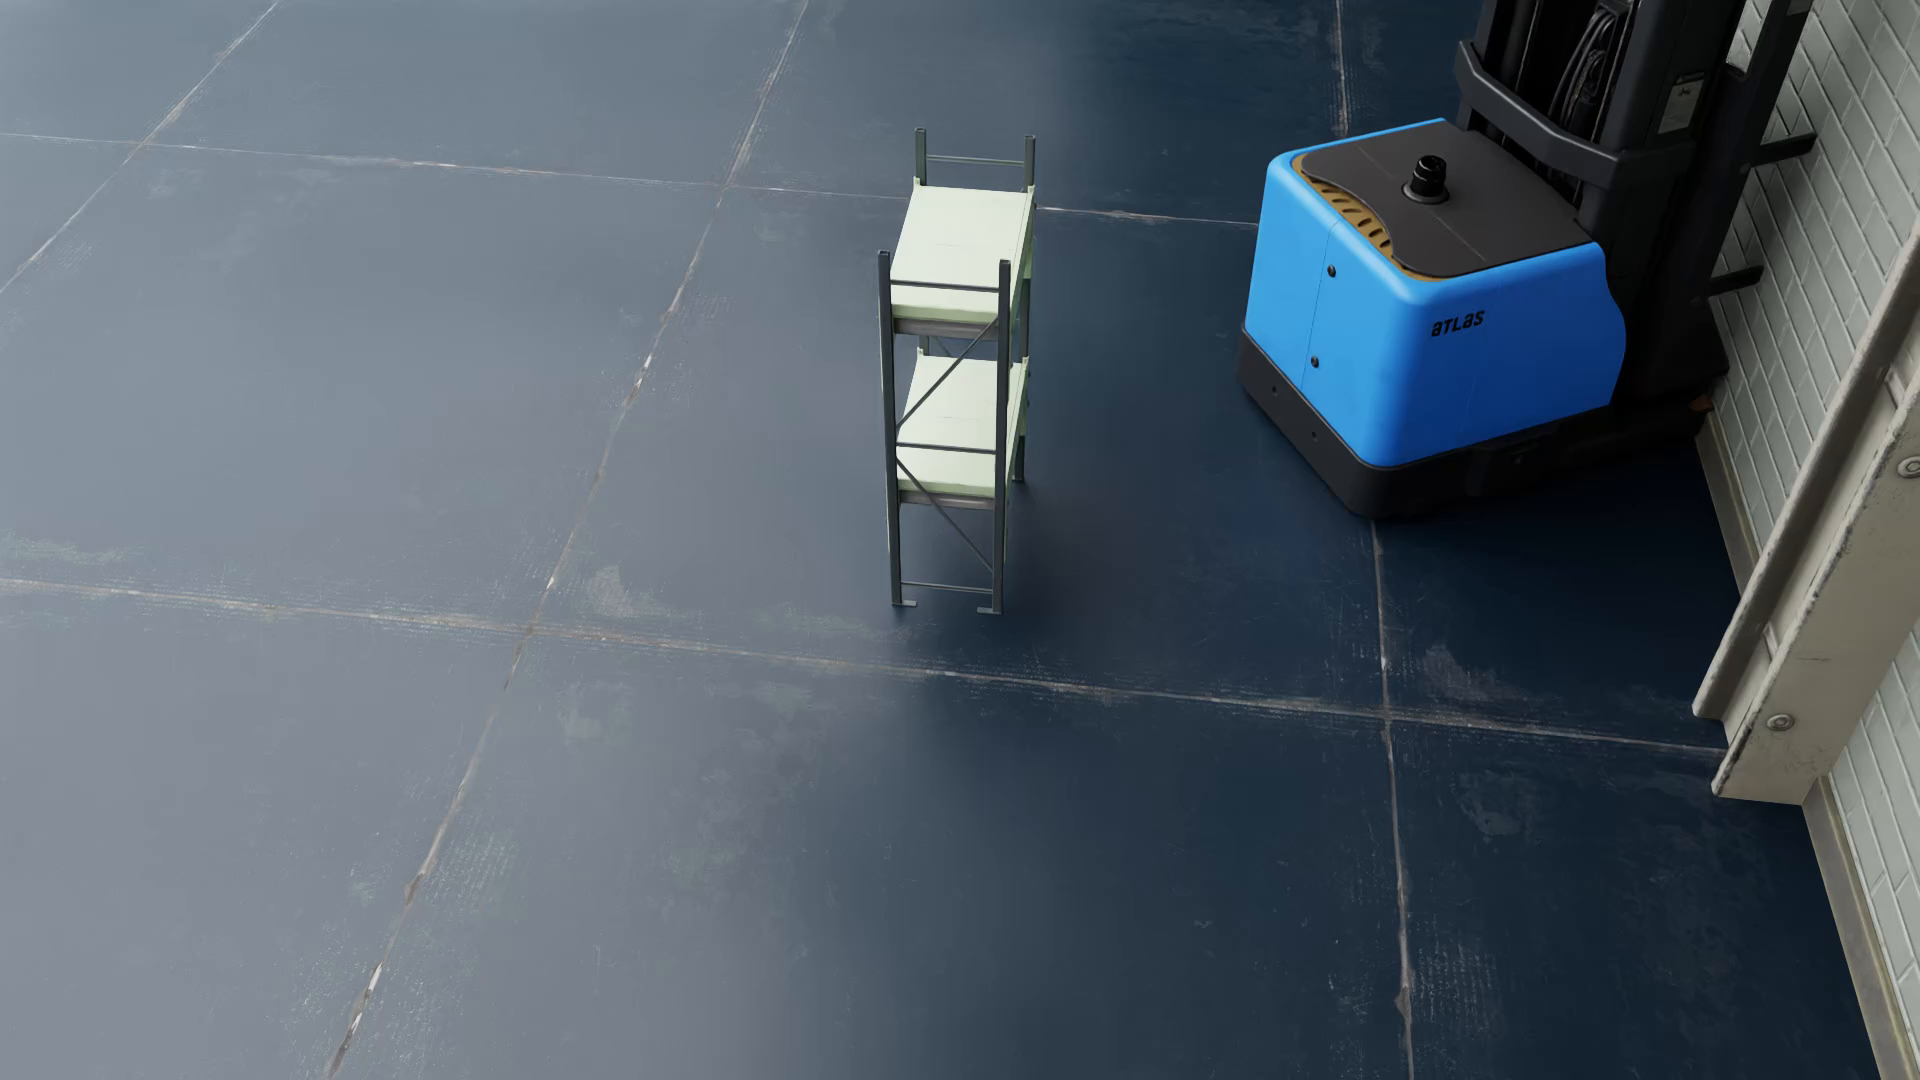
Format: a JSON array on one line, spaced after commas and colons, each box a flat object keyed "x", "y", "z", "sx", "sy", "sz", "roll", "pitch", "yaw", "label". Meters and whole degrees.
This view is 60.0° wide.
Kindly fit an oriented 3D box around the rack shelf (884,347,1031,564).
[{"x": 0.001, "y": -0.312, "z": 5.963, "sx": 0.431, "sy": 0.370, "sz": 0.720, "roll": 5, "pitch": 44, "yaw": 6, "label": "rack shelf"}]

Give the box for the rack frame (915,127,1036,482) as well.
[{"x": 0.049, "y": -0.799, "z": 6.003, "sx": 0.400, "sy": 1.500, "sz": 0.023, "roll": 5, "pitch": 44, "yaw": 6, "label": "rack frame"}]

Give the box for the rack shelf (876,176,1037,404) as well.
[{"x": 0.001, "y": -0.833, "z": 5.471, "sx": 0.431, "sy": 0.370, "sz": 0.720, "roll": 5, "pitch": 44, "yaw": 6, "label": "rack shelf"}]

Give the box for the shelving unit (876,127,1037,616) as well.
[{"x": 0.001, "y": -0.549, "z": 5.739, "sx": 0.431, "sy": 1.500, "sz": 0.755, "roll": 5, "pitch": 44, "yaw": 6, "label": "shelving unit"}]

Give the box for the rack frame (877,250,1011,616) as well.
[{"x": -0.048, "y": -0.300, "z": 5.476, "sx": 0.400, "sy": 1.500, "sz": 0.023, "roll": 5, "pitch": 44, "yaw": 6, "label": "rack frame"}]

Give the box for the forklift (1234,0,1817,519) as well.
[{"x": 2.702, "y": -1.798, "z": 6.017, "sx": 3.031, "sy": 2.935, "sz": 1.130, "roll": -16, "pitch": 46, "yaw": -16, "label": "forklift"}]

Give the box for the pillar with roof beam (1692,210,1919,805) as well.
[{"x": -1.650, "y": -2.952, "z": 2.823, "sx": 9.100, "sy": 9.000, "sz": 0.400, "roll": 5, "pitch": 44, "yaw": 6, "label": "pillar with roof beam"}]
